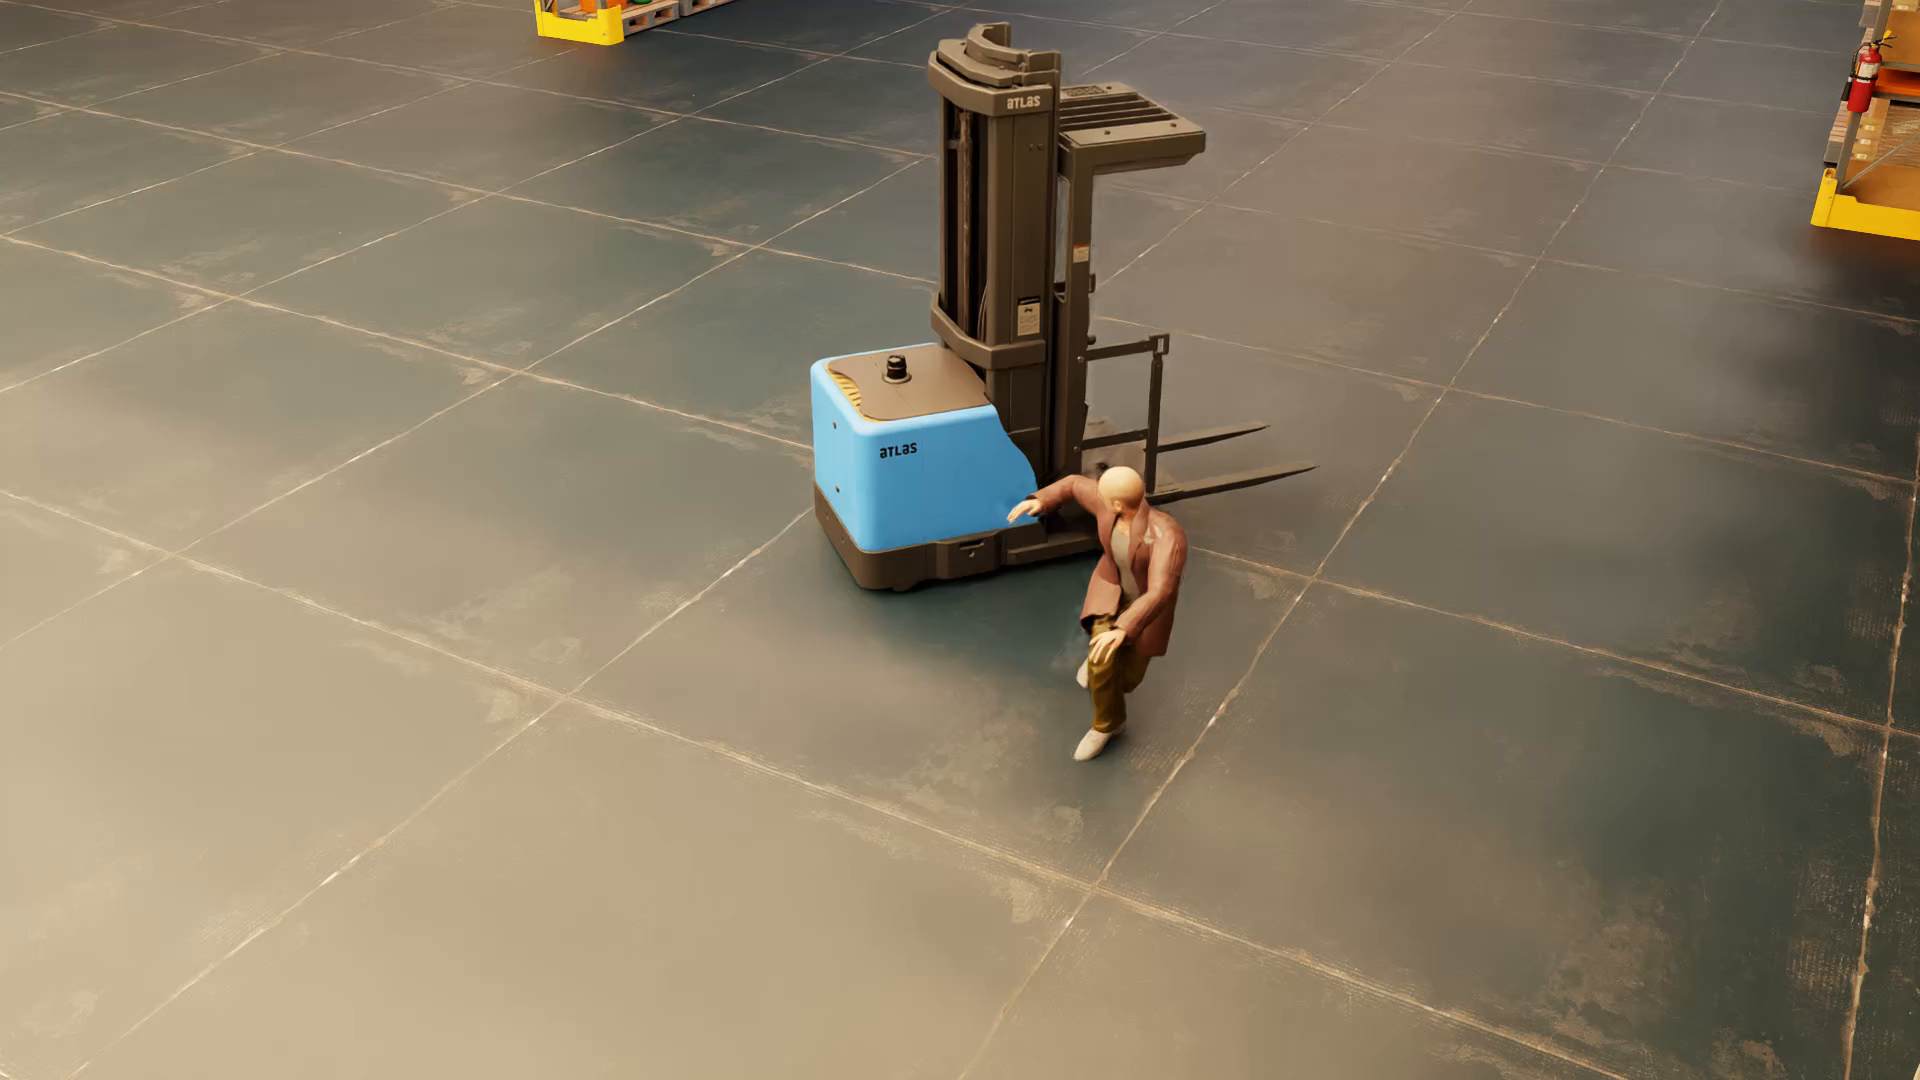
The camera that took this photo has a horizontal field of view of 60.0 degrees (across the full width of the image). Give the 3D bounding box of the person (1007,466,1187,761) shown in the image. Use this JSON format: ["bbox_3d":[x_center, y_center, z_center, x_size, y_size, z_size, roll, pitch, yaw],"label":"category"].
[{"bbox_3d":[0.631,0.332,7.953,0.875,1.522,1.185,11,32,19],"label":"person"}]

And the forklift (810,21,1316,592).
[{"bbox_3d":[0.688,-1.424,9.539,3.031,2.935,1.130,-11,32,-18],"label":"forklift"}]
